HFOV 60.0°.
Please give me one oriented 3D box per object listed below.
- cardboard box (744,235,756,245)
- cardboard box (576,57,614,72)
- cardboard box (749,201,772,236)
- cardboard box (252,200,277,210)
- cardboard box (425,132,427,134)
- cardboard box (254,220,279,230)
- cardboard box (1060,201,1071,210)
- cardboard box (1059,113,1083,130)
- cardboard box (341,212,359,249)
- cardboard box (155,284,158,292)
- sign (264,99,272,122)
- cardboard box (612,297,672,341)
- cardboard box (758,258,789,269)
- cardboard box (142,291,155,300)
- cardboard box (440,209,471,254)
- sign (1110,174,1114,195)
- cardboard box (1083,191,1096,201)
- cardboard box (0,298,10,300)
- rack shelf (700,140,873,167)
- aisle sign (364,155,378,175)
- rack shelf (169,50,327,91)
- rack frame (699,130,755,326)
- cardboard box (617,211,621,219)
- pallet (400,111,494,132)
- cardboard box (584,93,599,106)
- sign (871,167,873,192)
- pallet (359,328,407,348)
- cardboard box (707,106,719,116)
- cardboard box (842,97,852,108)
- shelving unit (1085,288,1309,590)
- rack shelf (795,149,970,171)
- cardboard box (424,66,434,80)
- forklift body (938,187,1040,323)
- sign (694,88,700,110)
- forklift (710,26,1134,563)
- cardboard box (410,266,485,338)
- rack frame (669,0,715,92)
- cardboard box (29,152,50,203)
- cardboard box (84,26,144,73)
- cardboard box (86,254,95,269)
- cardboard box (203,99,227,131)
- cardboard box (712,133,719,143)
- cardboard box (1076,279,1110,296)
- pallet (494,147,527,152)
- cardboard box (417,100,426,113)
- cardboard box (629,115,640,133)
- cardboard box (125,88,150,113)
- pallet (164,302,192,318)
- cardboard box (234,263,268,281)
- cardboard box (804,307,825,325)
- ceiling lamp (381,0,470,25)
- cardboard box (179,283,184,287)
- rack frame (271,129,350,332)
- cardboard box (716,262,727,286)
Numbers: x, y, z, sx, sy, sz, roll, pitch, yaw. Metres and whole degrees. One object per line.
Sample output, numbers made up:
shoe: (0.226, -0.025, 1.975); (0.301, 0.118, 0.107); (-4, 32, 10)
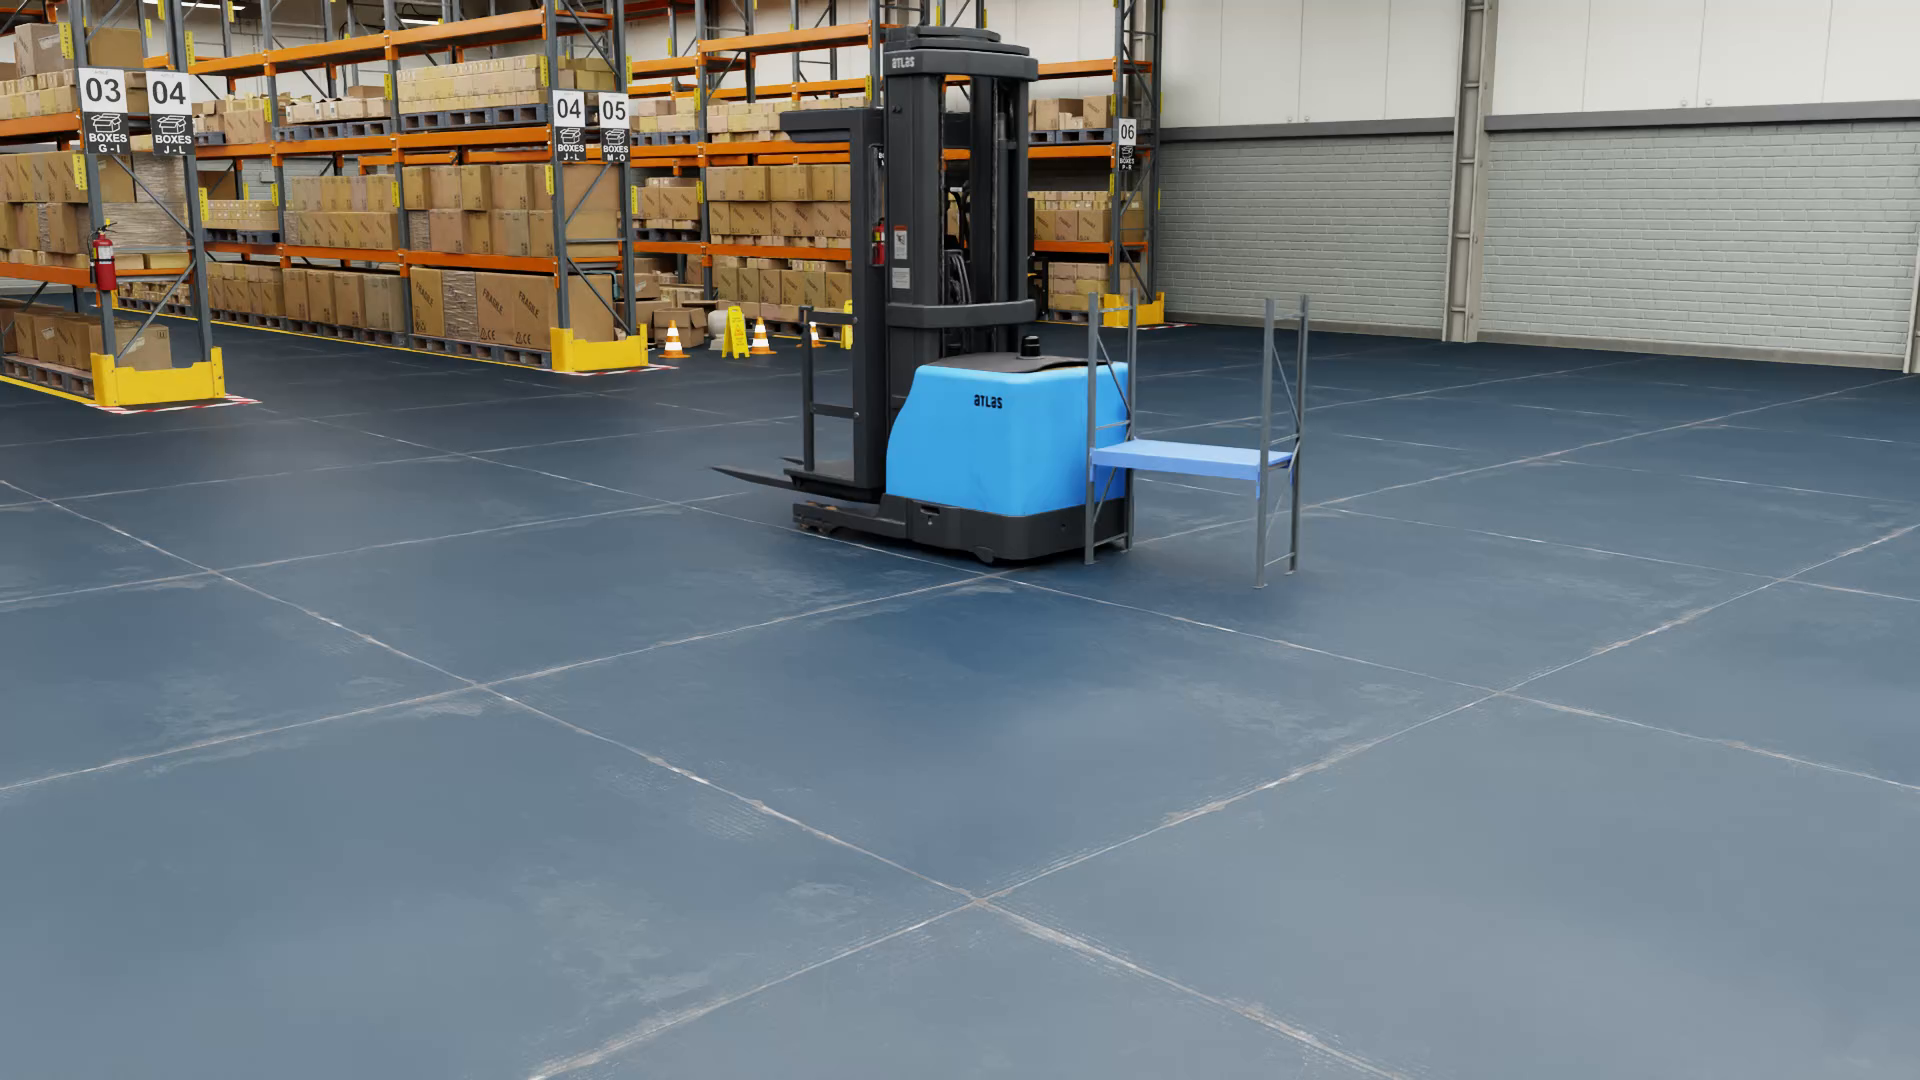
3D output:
cardboard box: (-3.026, -4.509, 24.985); (0.380, 0.149, 0.250); (-10, 15, -41)
cardboard box: (-4.323, -5.624, 19.698); (0.380, 0.149, 0.250); (-11, 16, -42)
cardboard box: (-2.771, -4.774, 24.665); (0.500, 0.500, 0.500); (-11, 16, -43)
cardboard box: (-10.517, -5.089, 25.284); (0.250, 0.149, 0.380); (11, 16, 43)
cardboard box: (-9.954, -7.683, 31.670); (0.380, 0.149, 0.250); (-10, 16, -41)
cardboard box: (-10.520, -4.797, 25.345); (0.380, 0.149, 0.250); (-11, 16, -42)
cardboard box: (1.837, -5.432, 26.986); (0.380, 0.149, 0.250); (-11, 16, -43)
cardboard box: (1.808, -6.710, 26.656); (0.396, 0.266, 0.258); (-11, 16, -42)
cardboard box: (-8.337, -4.358, 23.385); (0.500, 0.500, 0.500); (-11, 16, -42)
cardboard box: (-14.067, -4.493, 29.575); (0.380, 0.149, 0.250); (-10, 15, -40)
sign: (-10.241, -6.354, 24.603); (0.100, 0.325, 0.005); (-11, 16, -43)
cardboard box: (-4.508, -3.127, 23.503); (0.797, 0.637, 0.503); (-11, 16, -43)
cardboard box: (-2.775, -4.108, 24.723); (0.380, 0.149, 0.250); (-10, 15, -39)
cardboard box: (-14.374, -4.376, 29.740); (0.250, 0.149, 0.380); (11, 16, 42)
cardboard box: (-6.137, -3.972, 21.386); (0.875, 0.550, 0.550); (-11, 16, -43)
sign: (2.373, -5.546, 25.939); (0.100, 0.325, 0.005); (-11, 16, -43)
cardboard box: (2.183, -5.503, 26.596); (0.380, 0.149, 0.250); (-11, 16, -42)
cardboard box: (-12.635, -2.847, 21.403); (0.500, 0.500, 0.700); (10, 15, 40)
rack shelf: (-2.193, -5.653, 24.263); (1.077, 0.370, 4.000); (-11, 16, -43)
aisle sign: (-12.121, -7.822, 34.003); (0.394, 0.787, 0.004); (-11, 16, -43)
rack shelf: (-11.228, -7.389, 26.248); (1.077, 0.370, 4.000); (-11, 16, -43)
rack frame: (-3.575, -4.828, 25.910); (1.000, 3.000, 0.127); (-11, 16, -43)
cardboard box: (-5.457, -5.562, 27.450); (0.500, 0.500, 0.500); (-11, 16, -42)
pallet: (-6.527, -5.428, 21.610); (1.003, 0.211, 1.213); (-11, 16, -43)
cardboard box: (-4.327, -5.235, 19.787); (0.380, 0.149, 0.250); (-11, 16, -42)
sign: (-1.227, -4.891, 22.567); (0.100, 0.325, 0.005); (-11, 16, -43)
pallet: (-7.672, -2.859, 23.267); (1.003, 0.211, 1.213); (-11, 16, -43)
cardboard box: (-3.593, -6.473, 25.108); (0.380, 0.149, 0.250); (-11, 16, -44)
cardboard box: (-1.410, -6.032, 22.967); (0.380, 0.149, 0.250); (-11, 16, -42)
shelving unit: (1.266, -0.577, 8.993); (1.048, 1.500, 0.538); (8, 14, 33)
rack shelf: (-1.368, -6.929, 30.457); (1.077, 0.370, 4.000); (-11, 16, -43)
cardboard box: (-6.552, -5.903, 21.053); (0.380, 0.149, 0.250); (-11, 16, -43)
forklift body: (0.146, -4.543, 26.631); (2.313, 2.155, 1.214); (-11, 16, -43)
sign: (-3.973, -6.665, 25.137); (0.100, 0.325, 0.005); (-11, 16, -43)
forklift: (-0.384, -1.540, 10.121); (1.130, 2.935, 3.031); (-11, 16, -43)
cardboard box: (-6.701, -3.187, 22.170); (0.875, 0.875, 0.875); (-11, 16, -42)
rack frame: (-5.512, -9.626, 34.332); (1.000, 3.000, 0.127); (-11, 16, -43)
cardboard box: (-9.231, -3.739, 17.161); (0.500, 0.500, 0.500); (-11, 16, -43)
cardboard box: (-8.810, -5.026, 17.215); (0.500, 0.500, 0.500); (-11, 16, -43)
cardboard box: (-8.498, -2.789, 16.639); (0.380, 0.149, 0.250); (-11, 16, -43)
cardboard box: (-11.638, -6.772, 26.619); (0.797, 0.503, 0.637); (-11, 16, -43)
cardboard box: (-3.536, -6.093, 25.242); (0.380, 0.149, 0.250); (-11, 16, -43)
cardboard box: (2.213, -4.067, 26.754); (0.500, 0.250, 0.500); (-11, 16, -43)
pallet: (-7.594, -7.037, 29.670); (1.003, 0.211, 1.213); (-10, 15, -40)
cardboard box: (-6.728, -5.549, 21.313); (0.380, 0.149, 0.250); (-11, 16, -43)
cardboard box: (-5.263, -6.712, 27.369); (0.797, 0.503, 0.637); (-11, 16, -43)
cardboard box: (-8.125, -4.365, 16.602); (0.500, 0.250, 0.500); (-10, 15, -41)
pallet: (-13.099, -4.018, 28.891); (1.003, 0.211, 1.213); (-11, 16, -43)
cardboard box: (-11.205, -4.267, 26.486); (0.500, 0.250, 0.500); (-10, 16, -41)
cardboard box: (-1.917, -3.260, 24.075); (0.500, 0.250, 0.500); (-11, 16, -42)
ceiling lamp: (-11.809, -13.135, 36.900); (2.000, 3.185, 0.800); (-11, 16, -43)
cardboard box: (-13.249, -4.439, 28.573); (0.380, 0.149, 0.250); (-11, 16, -42)
rack frame: (-9.847, -4.707, 25.324); (1.000, 3.000, 0.127); (-11, 16, -43)
cardboard box: (-4.624, -5.417, 33.925); (0.500, 0.500, 0.500); (11, 16, 43)
